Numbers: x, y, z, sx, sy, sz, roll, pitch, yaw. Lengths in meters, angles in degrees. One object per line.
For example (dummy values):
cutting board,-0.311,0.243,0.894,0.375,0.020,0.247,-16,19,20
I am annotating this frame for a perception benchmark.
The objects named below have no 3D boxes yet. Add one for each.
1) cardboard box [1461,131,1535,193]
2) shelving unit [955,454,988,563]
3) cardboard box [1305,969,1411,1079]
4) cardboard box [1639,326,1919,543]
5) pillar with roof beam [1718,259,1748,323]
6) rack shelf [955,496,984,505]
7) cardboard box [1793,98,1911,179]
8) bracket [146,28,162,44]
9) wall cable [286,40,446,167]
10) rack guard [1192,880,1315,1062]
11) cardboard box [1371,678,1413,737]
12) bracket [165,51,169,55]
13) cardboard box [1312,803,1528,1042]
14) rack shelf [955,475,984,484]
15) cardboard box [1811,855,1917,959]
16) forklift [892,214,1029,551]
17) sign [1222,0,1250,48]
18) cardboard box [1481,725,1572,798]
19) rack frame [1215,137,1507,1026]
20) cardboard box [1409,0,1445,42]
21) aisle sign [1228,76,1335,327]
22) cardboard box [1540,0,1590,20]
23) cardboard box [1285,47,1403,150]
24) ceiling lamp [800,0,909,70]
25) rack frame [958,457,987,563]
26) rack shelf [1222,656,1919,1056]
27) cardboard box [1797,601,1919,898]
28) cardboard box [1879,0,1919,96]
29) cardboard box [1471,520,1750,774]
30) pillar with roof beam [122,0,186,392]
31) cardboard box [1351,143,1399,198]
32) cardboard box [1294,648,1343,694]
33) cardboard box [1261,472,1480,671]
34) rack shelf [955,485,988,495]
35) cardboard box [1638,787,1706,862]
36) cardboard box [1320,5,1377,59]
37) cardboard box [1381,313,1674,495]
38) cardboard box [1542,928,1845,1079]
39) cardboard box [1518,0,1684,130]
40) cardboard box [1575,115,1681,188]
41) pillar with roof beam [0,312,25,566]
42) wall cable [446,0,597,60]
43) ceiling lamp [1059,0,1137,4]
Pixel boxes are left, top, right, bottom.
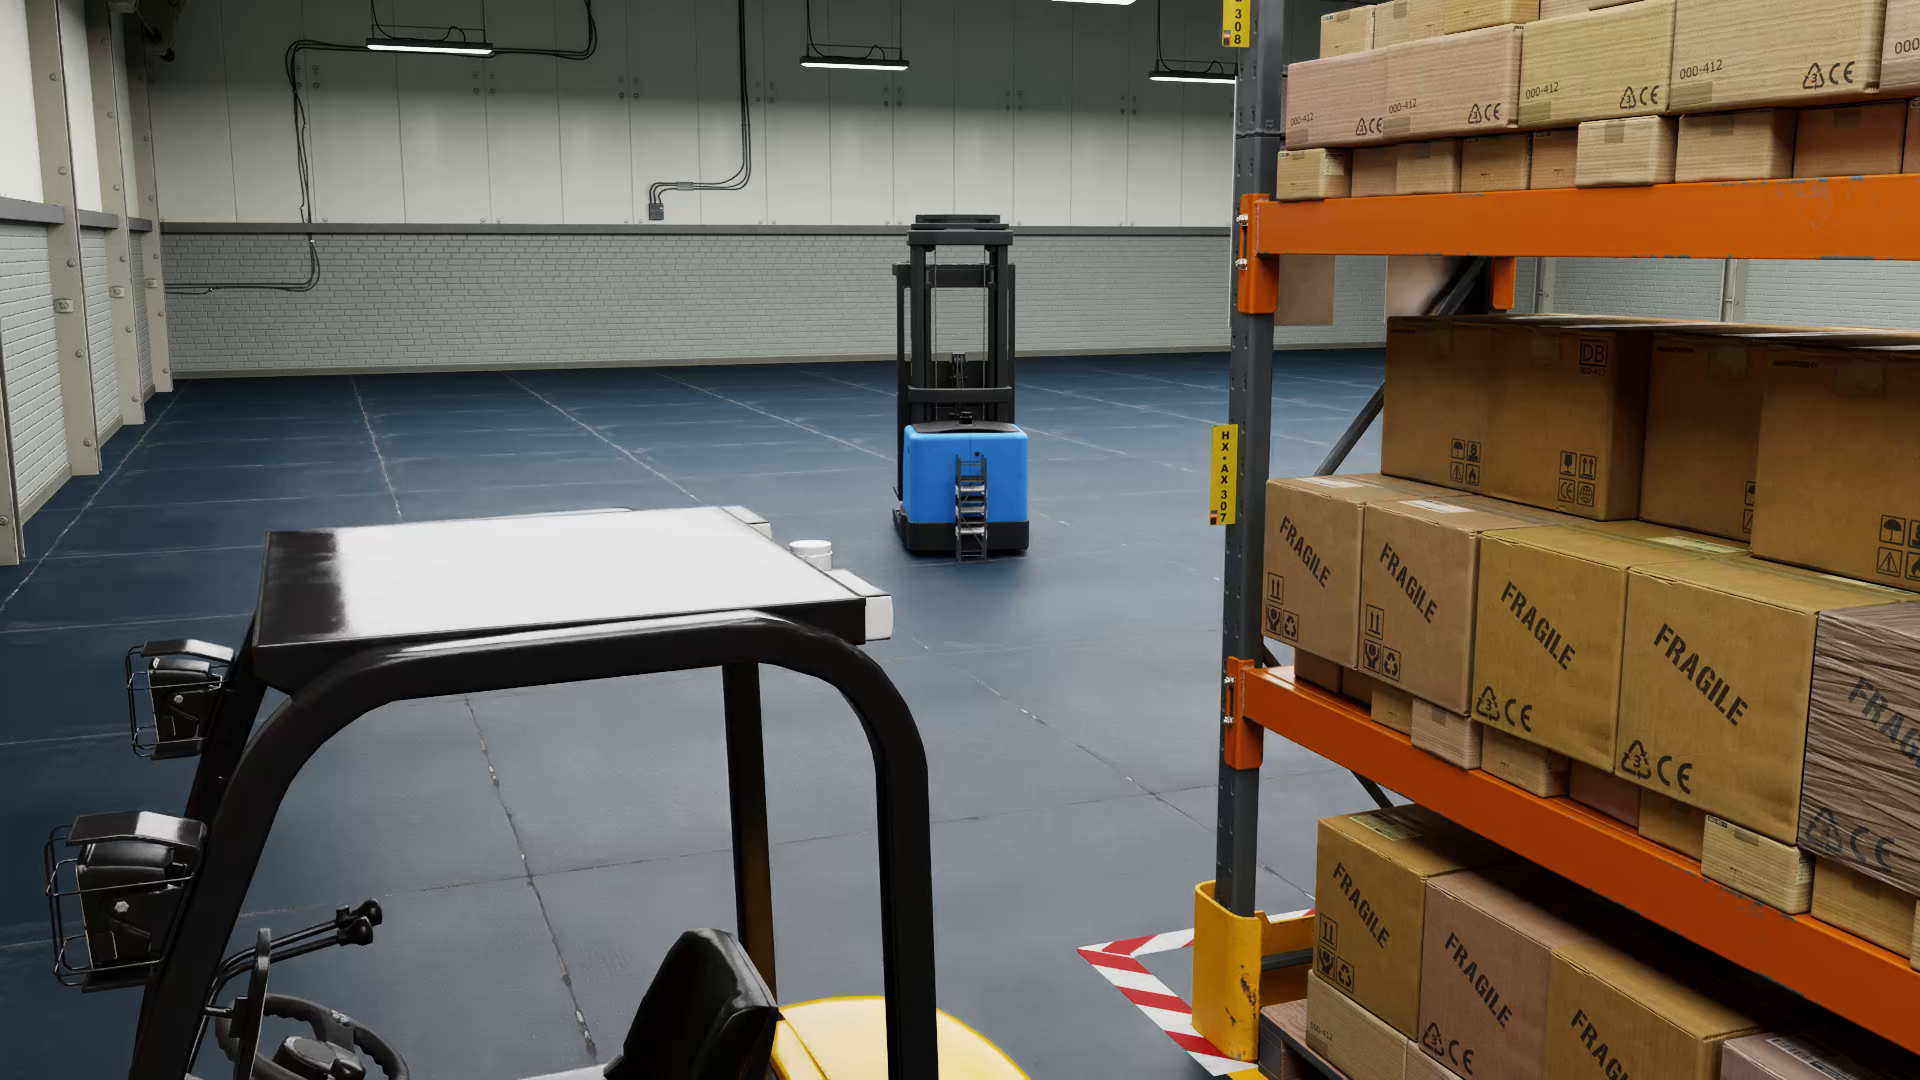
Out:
cardboard box,1.538,-0.977,4.328,0.380,0.149,0.250,-4,11,-21
shelving unit,0.095,-0.269,14.190,0.258,0.900,0.210,-1,10,-6
cardboard box,1.400,1.476,5.037,0.500,0.250,0.500,-4,11,-21
cardboard box,2.211,-0.278,4.260,0.700,0.500,0.500,-4,11,-22
pillar with roof beam,12.802,-7.930,34.137,9.100,9.000,0.548,-4,11,-21
rack shelf,0.095,-0.324,14.180,0.258,0.077,0.200,-1,10,-6
cardboard box,1.945,-0.811,3.394,0.380,0.149,0.250,-4,11,-21
bracket,-14.237,-8.911,29.371,0.235,0.232,0.430,-4,11,-21
wall cable,-12.032,-8.878,33.910,3.097,2.526,0.112,-4,11,-21
rack guard,1.393,1.423,5.821,1.175,0.500,0.348,-4,11,-21
cardboard box,1.421,0.461,4.809,0.380,0.149,0.250,-4,11,-23
bracket,-15.183,-9.337,31.765,0.076,0.066,3.189,-4,11,-21
cardboard box,1.409,1.111,4.950,0.500,0.500,0.500,-4,11,-23
rack shelf,0.095,-0.502,14.149,0.258,0.077,0.200,-1,10,-6
cardboard box,1.978,0.714,3.386,0.380,0.149,0.250,-4,11,-22
forklift,-0.062,-1.552,15.603,1.130,2.935,3.031,-1,10,-6
sign,0.860,-1.692,5.139,0.100,0.325,0.005,-4,11,-21
cardboard box,1.595,0.546,4.334,0.380,0.149,0.250,-4,11,-19
rack frame,1.366,0.180,5.672,1.000,3.000,0.127,-4,11,-21
cardboard box,1.444,-1.410,4.485,0.380,0.149,0.250,-4,11,-21
aisle sign,1.054,-1.090,5.390,0.394,0.787,0.004,-4,11,-21
cardboard box,1.644,-1.330,4.035,0.380,0.149,0.250,-4,11,-21
cardboard box,1.299,-1.270,4.840,0.500,0.250,0.500,-4,11,-22
ceiling lamp,-2.004,-10.197,30.214,2.000,3.185,0.800,-4,11,-21
rack frame,0.106,-0.251,14.091,0.240,0.900,0.006,-1,10,-6
rack shelf,2.090,0.861,3.899,1.077,0.370,4.000,-4,11,-21
cardboard box,2.037,0.413,3.230,0.500,0.500,0.500,-4,11,-19
cardboard box,2.049,-0.938,2.971,0.500,0.250,0.500,-4,11,-22
cardboard box,1.655,0.247,4.162,0.500,0.500,0.500,-4,11,-22
pillar with roof beam,-10.706,-7.457,31.476,9.100,9.000,0.548,-4,11,-21
cardboard box,1.362,-1.061,4.802,0.380,0.149,0.250,-4,11,-23
cardboard box,1.296,0.372,5.308,0.380,0.149,0.250,-4,11,-21
cardboard box,1.279,0.079,5.103,0.500,0.500,0.500,-4,11,-22
rack shelf,0.095,-0.413,14.165,0.258,0.077,0.200,-1,10,-6
cardboard box,1.815,0.630,3.861,0.380,0.149,0.250,-4,11,-22
cardboard box,1.304,-1.495,4.962,0.380,0.149,0.250,-4,11,-21
cardboard box,1.754,-0.438,5.158,0.700,0.500,0.500,-4,11,-22
cardboard box,1.777,1.279,4.008,0.500,0.500,0.500,-4,11,-20
cardboard box,1.683,-1.105,3.909,0.500,0.250,0.500,-4,11,-19
cardboard box,1.655,-0.888,3.827,0.380,0.149,0.250,-4,11,-20
pillar with roof beam,-4.183,-4.519,14.959,9.100,9.000,0.400,-4,11,-21
wall cable,-9.148,-11.314,34.616,3.097,2.526,0.112,-4,11,-21
ceiling lamp,1.298,-8.710,21.855,2.000,3.185,0.800,-4,11,-21
